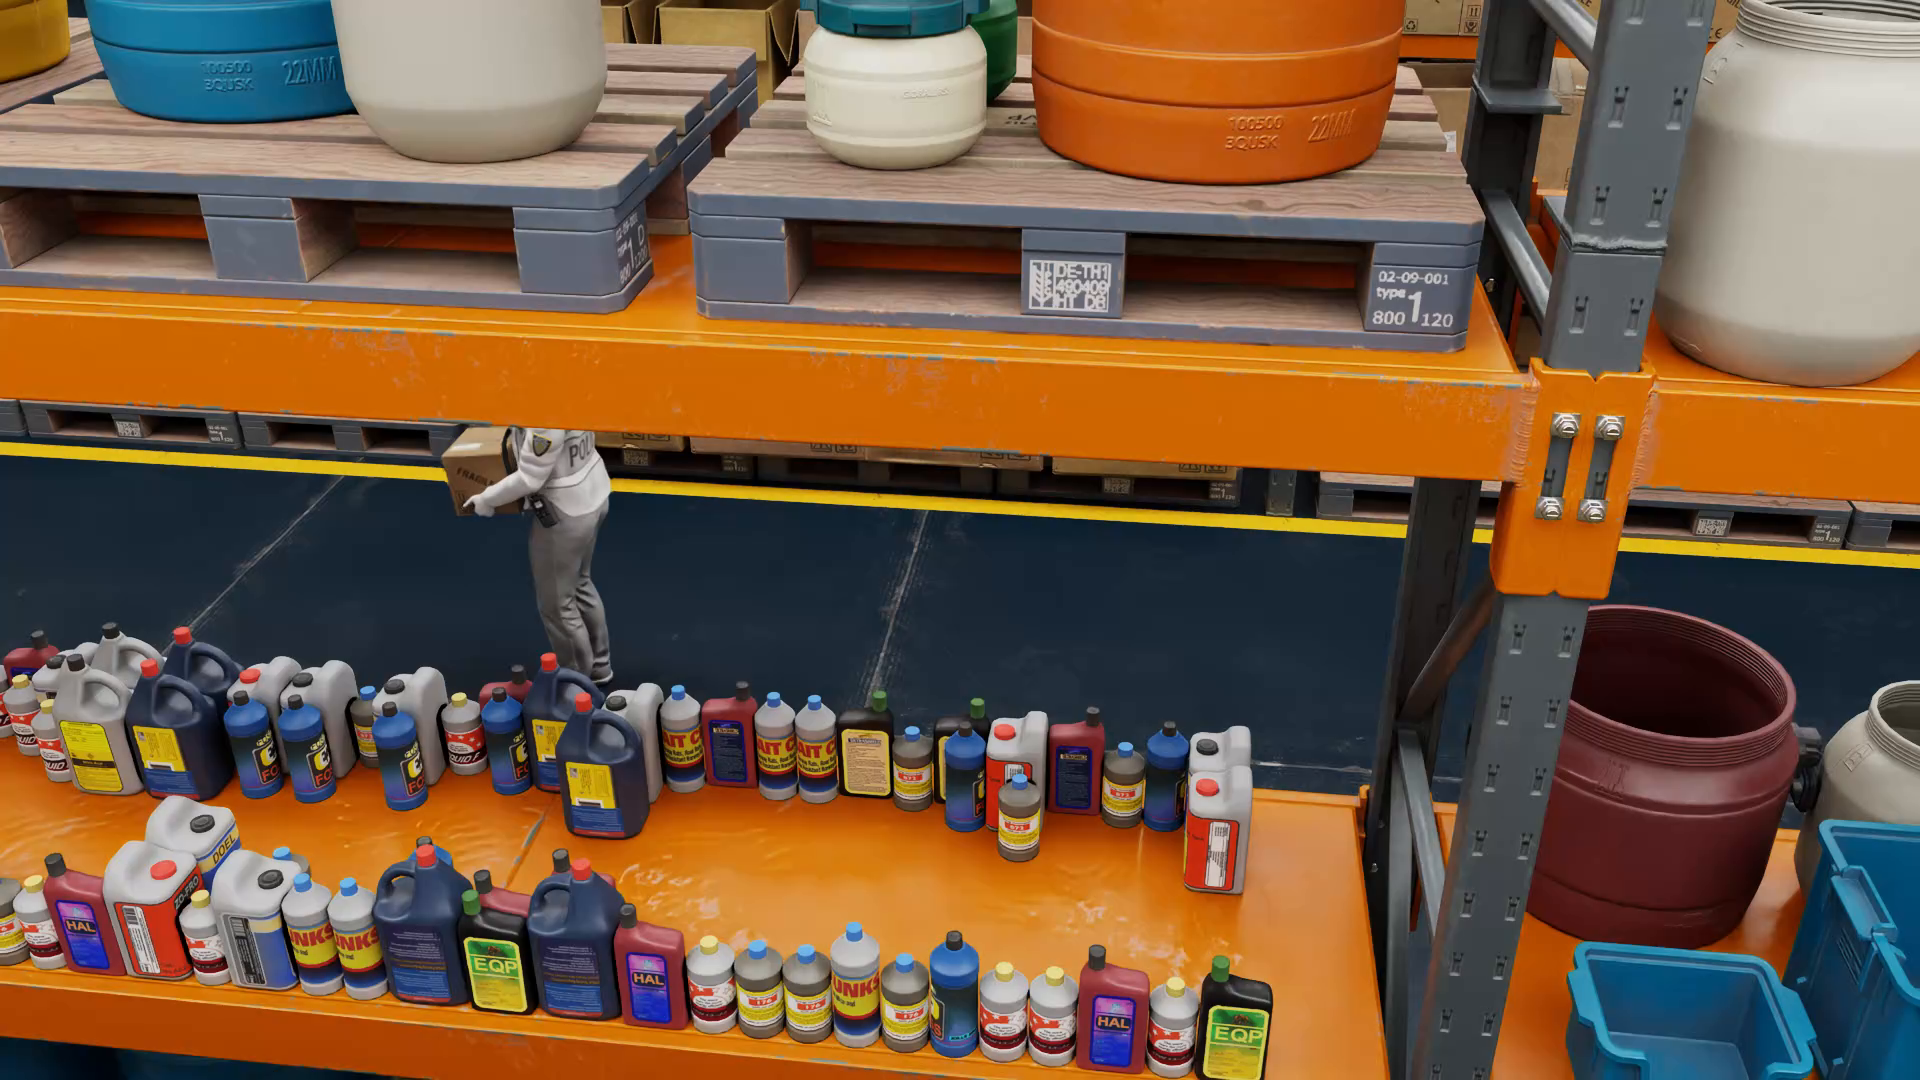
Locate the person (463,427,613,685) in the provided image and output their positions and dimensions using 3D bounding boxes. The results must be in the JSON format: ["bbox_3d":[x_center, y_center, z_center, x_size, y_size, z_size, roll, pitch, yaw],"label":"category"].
[{"bbox_3d":[-1.558,-0.115,6.300,0.554,1.693,0.466,3,29,6],"label":"person"}]
